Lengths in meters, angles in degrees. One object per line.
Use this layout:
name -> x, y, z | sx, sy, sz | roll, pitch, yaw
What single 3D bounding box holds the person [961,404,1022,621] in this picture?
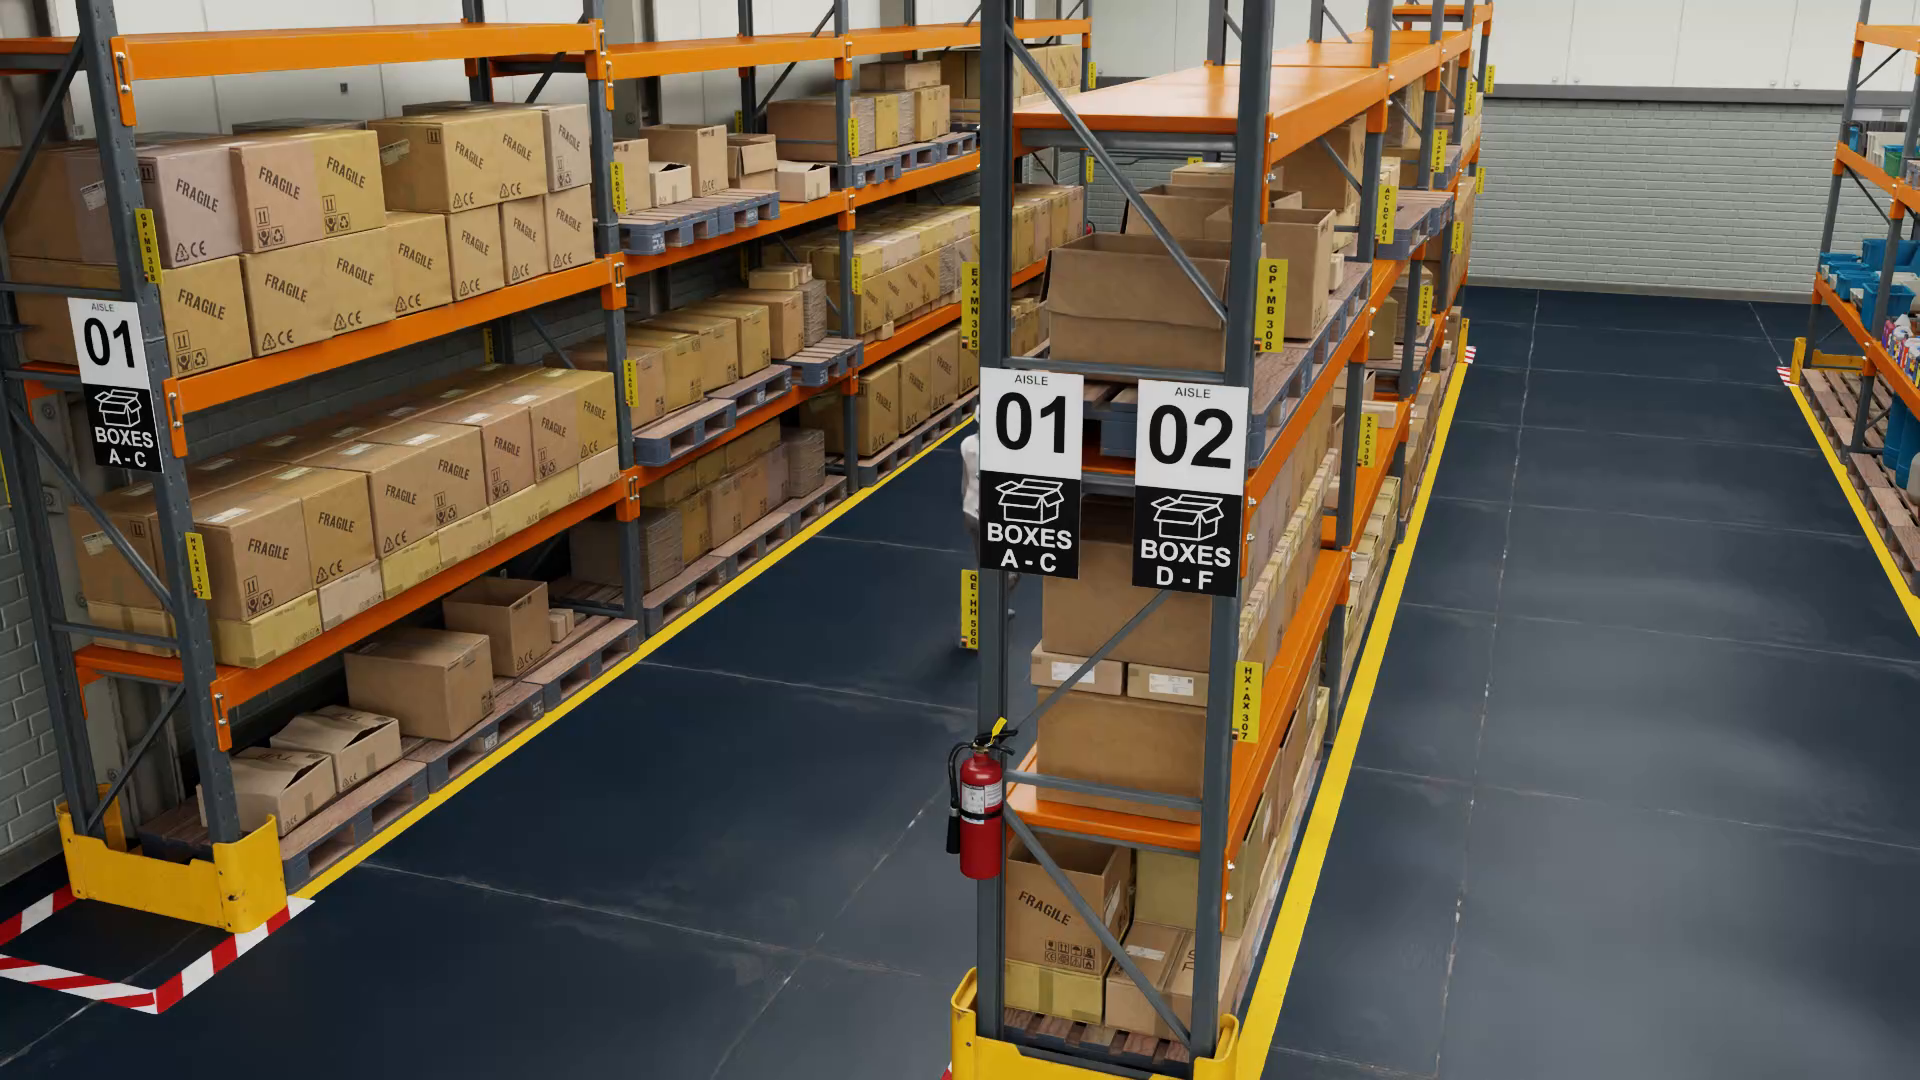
person -> 0.236, -0.180, 12.045 | 0.586, 1.773, 0.575 | -13, 22, -33
